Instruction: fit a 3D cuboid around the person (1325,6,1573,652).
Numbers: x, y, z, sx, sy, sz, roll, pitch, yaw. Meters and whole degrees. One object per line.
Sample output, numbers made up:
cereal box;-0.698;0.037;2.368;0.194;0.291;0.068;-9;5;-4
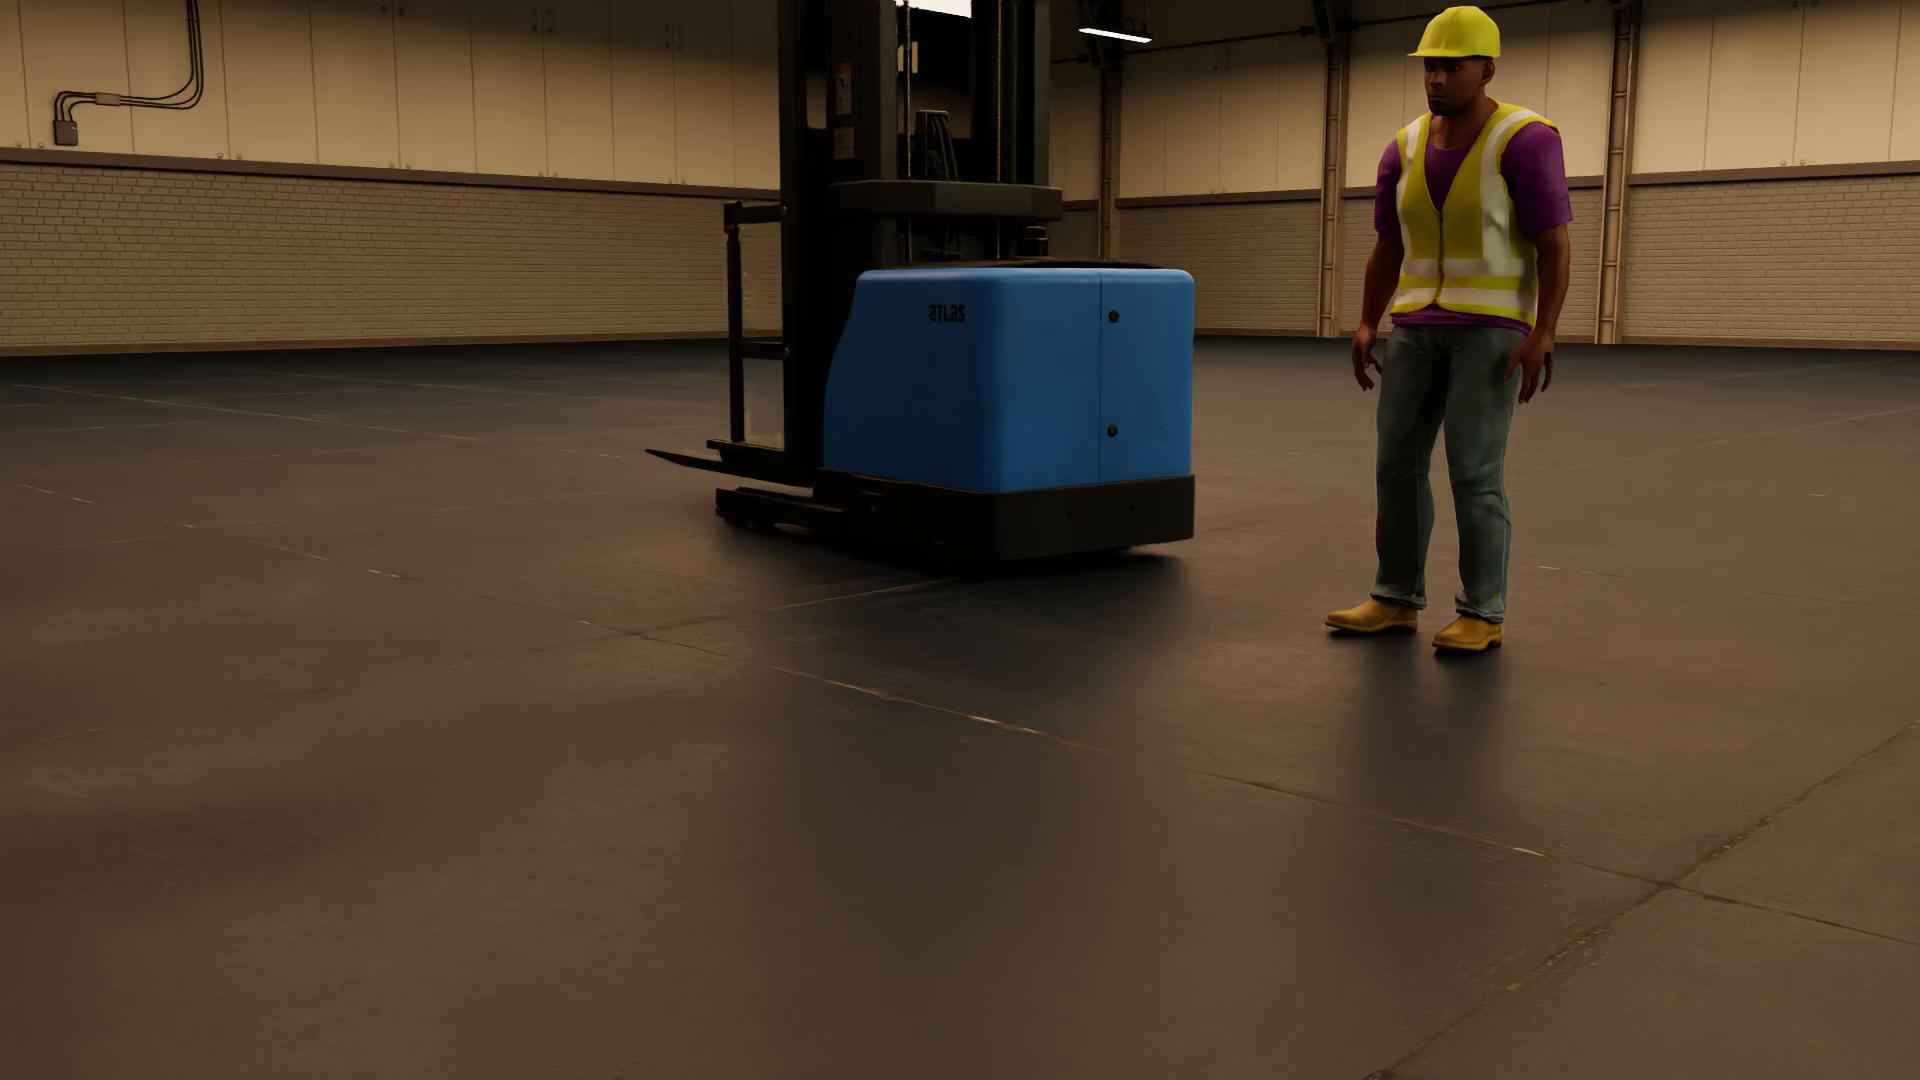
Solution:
person;1.378;-0.578;4.662;0.460;1.759;0.630;-7;11;-39

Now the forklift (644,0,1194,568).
forklift;-0.391;-1.524;6.994;1.130;2.935;3.031;-6;11;-36
